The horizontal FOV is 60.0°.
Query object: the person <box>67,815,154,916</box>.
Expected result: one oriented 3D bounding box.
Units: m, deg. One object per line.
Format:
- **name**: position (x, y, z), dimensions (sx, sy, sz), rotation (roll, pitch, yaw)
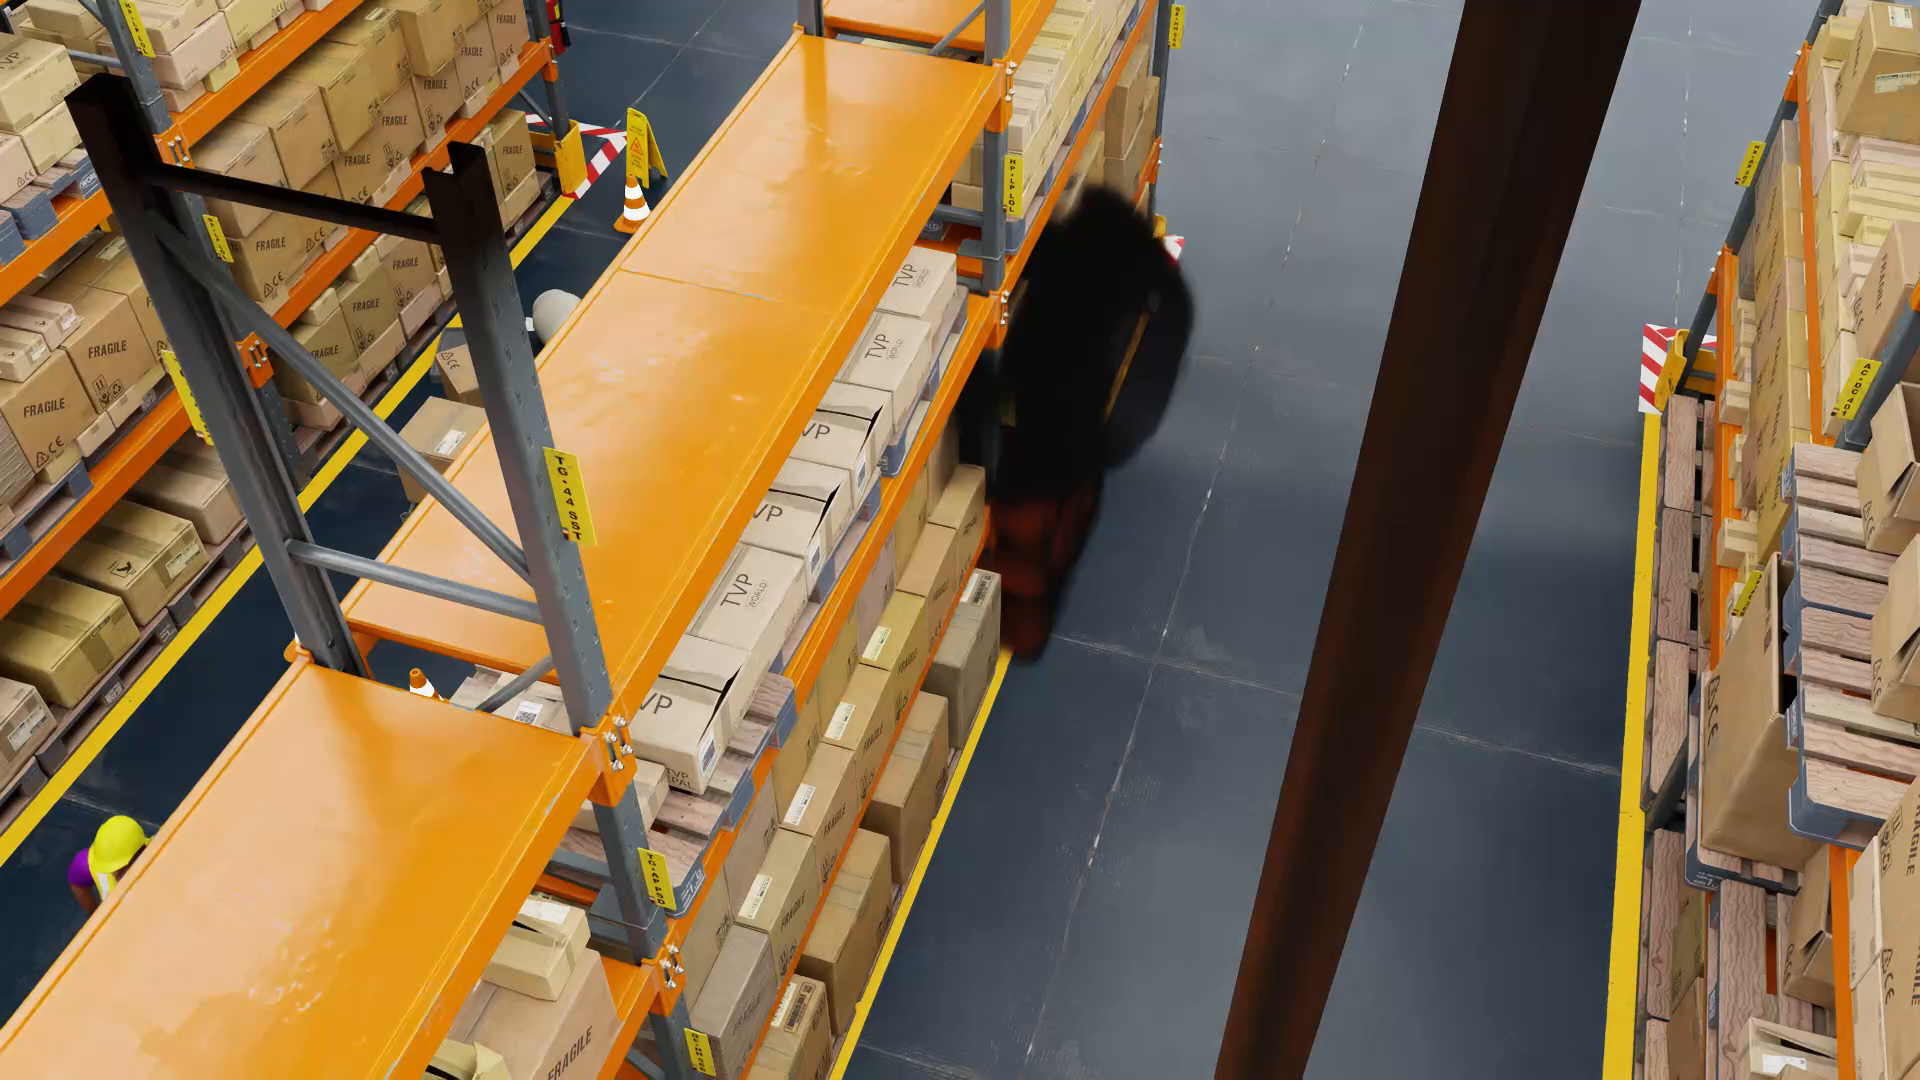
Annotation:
- **person**: position (-3.879, 1.796, 8.192), dimensions (0.744, 1.711, 0.623), rotation (-2, 46, -2)
